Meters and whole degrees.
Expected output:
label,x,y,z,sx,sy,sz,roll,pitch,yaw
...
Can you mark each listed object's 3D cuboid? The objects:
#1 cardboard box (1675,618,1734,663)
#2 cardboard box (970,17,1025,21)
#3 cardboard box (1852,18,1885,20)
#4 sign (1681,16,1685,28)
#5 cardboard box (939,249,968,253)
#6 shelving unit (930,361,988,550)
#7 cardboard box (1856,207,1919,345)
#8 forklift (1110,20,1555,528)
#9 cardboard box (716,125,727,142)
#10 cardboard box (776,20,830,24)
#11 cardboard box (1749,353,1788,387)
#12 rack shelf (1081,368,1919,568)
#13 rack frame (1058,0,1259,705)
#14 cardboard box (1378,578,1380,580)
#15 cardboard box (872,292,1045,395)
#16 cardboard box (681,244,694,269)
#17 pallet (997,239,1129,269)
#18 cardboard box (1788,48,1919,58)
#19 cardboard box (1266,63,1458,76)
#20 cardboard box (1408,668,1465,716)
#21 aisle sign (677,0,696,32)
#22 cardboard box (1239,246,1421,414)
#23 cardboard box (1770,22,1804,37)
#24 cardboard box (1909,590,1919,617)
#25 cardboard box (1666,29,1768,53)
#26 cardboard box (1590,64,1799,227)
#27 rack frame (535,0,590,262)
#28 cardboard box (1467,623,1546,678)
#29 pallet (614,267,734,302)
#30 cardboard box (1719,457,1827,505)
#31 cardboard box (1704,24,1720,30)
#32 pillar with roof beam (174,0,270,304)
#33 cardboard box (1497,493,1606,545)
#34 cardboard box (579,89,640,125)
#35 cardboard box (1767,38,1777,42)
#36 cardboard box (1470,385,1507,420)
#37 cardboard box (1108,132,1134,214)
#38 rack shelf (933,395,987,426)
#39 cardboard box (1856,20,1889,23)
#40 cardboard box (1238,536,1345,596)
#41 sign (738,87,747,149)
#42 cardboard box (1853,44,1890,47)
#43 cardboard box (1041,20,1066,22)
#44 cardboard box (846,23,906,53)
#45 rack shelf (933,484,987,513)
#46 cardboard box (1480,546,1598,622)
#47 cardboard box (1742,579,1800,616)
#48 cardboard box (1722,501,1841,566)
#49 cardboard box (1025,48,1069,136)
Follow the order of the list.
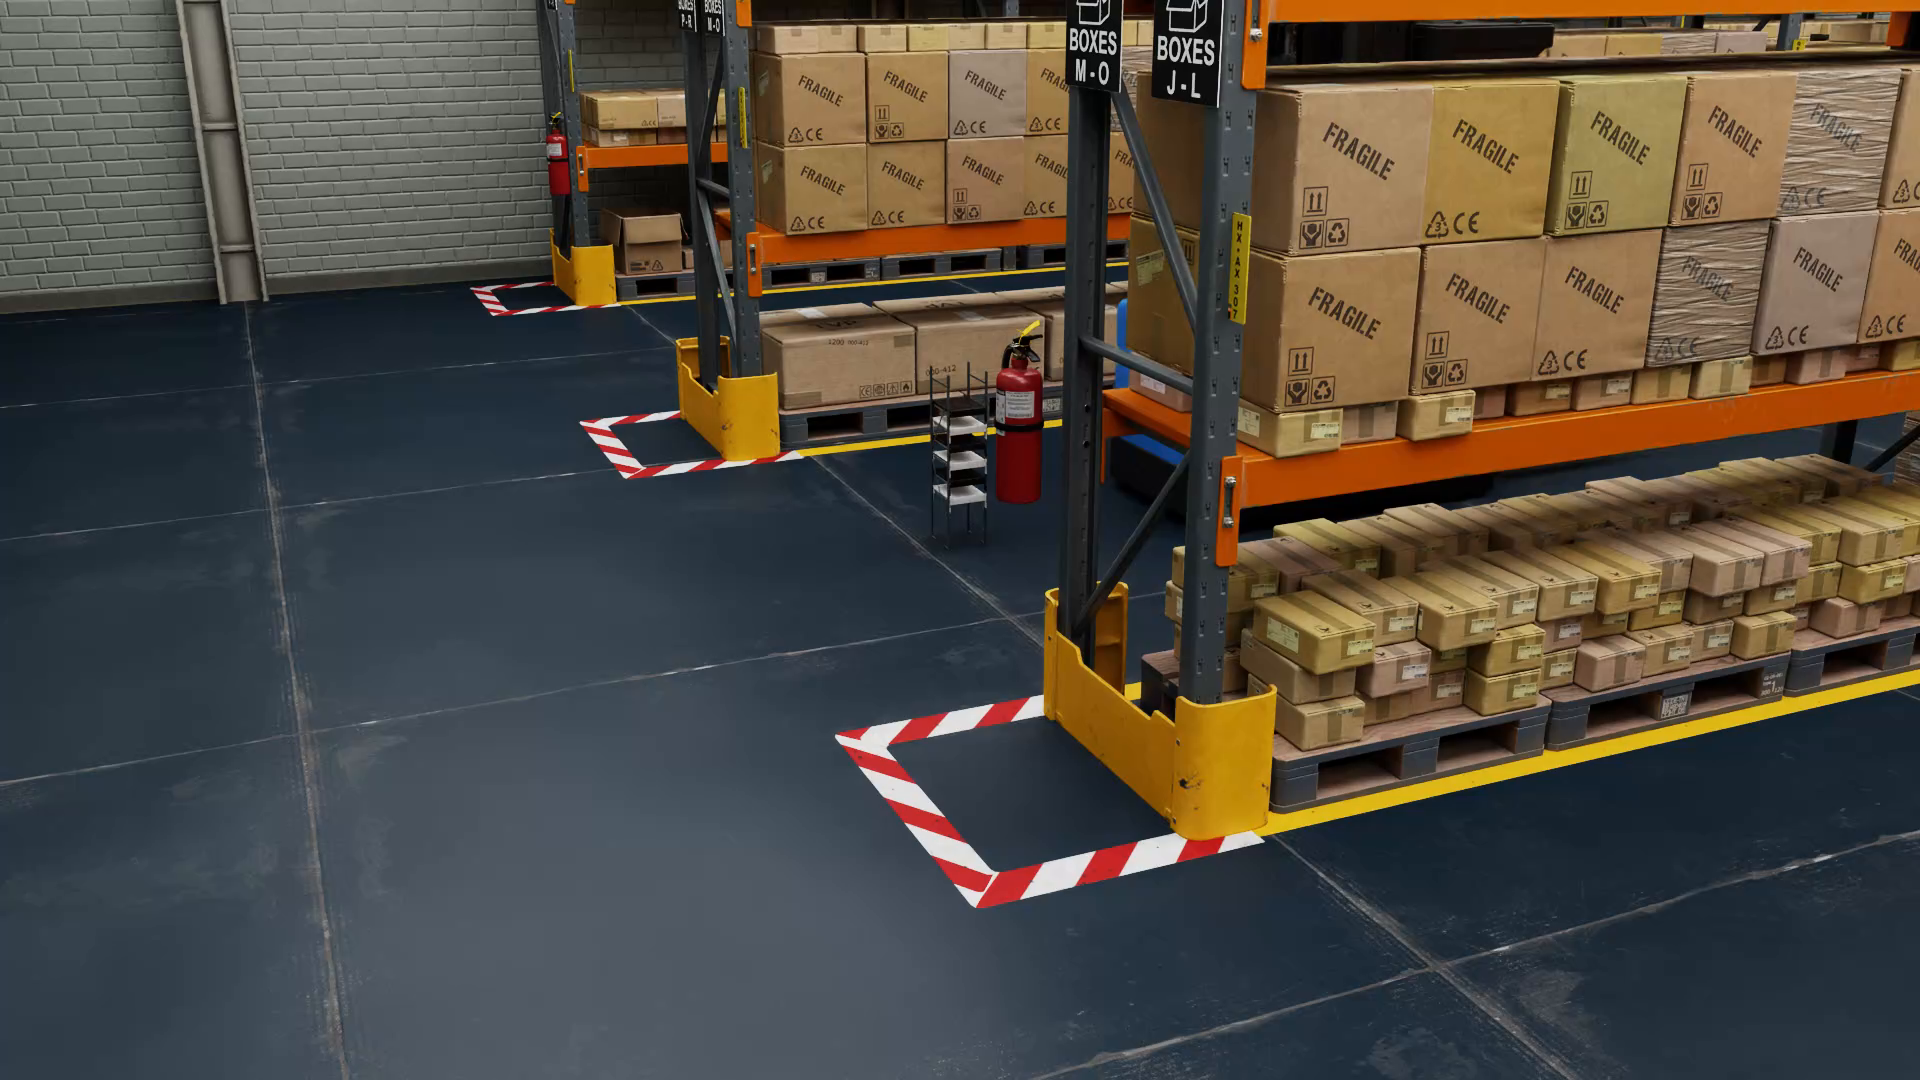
label,x,y,z,sx,sy,sz,roll,pitch,yaw
cardboard box,2.860,0.347,6.681,0.250,0.149,0.380,-8,21,-21
cardboard box,0.224,-3.222,10.523,0.250,0.149,0.380,-7,21,-20
cardboard box,10.904,-6.208,20.062,0.250,0.149,0.380,-9,21,-23
sign,7.848,-5.512,18.036,0.005,0.325,0.100,-8,21,-22
cardboard box,-0.117,-2.805,15.634,0.250,0.149,0.380,-9,21,-24
shelving unit,-0.007,-0.423,8.370,0.210,0.900,0.258,-8,21,-22
cardboard box,3.492,-1.075,6.461,0.500,0.500,0.500,-9,21,-23
forklift,2.404,-1.751,9.081,3.031,2.935,1.130,-9,21,-23
cardboard box,-2.043,-3.574,14.534,0.250,0.149,0.380,-8,21,-21
cardboard box,-0.951,-3.049,10.033,0.250,0.149,0.380,-8,21,-21
cardboard box,2.931,-0.706,6.388,0.250,0.149,0.380,-8,21,-23
rack shelf,2.465,-0.503,6.517,4.000,0.370,1.077,-8,21,-22
rack frame,0.629,-0.579,5.651,0.127,3.000,1.000,-8,21,-22
cardboard box,1.764,0.198,6.656,0.250,0.149,0.380,-8,21,-23
cardboard box,-0.021,-1.305,10.938,0.875,0.438,0.875,-8,21,-20
cardboard box,-2.390,-2.538,14.873,0.250,0.149,0.380,-9,21,-24
pallet,1.010,-2.918,16.492,1.213,0.211,1.003,-8,21,-22
cardboard box,3.791,-1.780,6.956,0.500,0.500,0.500,-8,21,-21
cardboard box,1.416,-1.441,5.994,0.500,0.500,0.500,-9,21,-24
cardboard box,1.670,0.502,6.240,0.250,0.149,0.380,-8,21,-21
aisle sign,-1.614,-3.387,9.710,0.004,0.787,0.394,-8,21,-22
cardboard box,1.150,-0.742,5.513,0.500,0.500,0.500,-7,21,-19
cardboard box,9.408,-5.844,19.028,0.250,0.149,0.380,-8,21,-22
cardboard box,4.076,0.197,7.107,0.250,0.149,0.380,-8,21,-21
cardboard box,5.550,-3.499,12.287,0.500,0.500,0.500,-9,21,-23
cardboard box,2.560,-1.415,5.919,0.500,0.500,0.500,-9,21,-24
rack frame,-3.394,-3.589,14.198,0.127,3.000,1.000,-8,21,-22
cardboard box,1.954,0.358,6.202,0.250,0.149,0.380,-7,21,-20
pallet,-2.593,-2.388,14.988,1.213,0.211,1.003,-8,21,-22
cardboard box,3.627,-0.239,7.449,0.250,0.149,0.380,-7,21,-19
cardboard box,8.232,-5.680,18.561,0.250,0.149,0.380,-8,21,-21
pillar with roof beam,-4.522,-5.026,9.246,0.400,9.000,9.100,-8,21,-22
cardboard box,2.458,-0.060,6.939,0.250,0.149,0.380,-8,21,-22
cardboard box,-3.077,-3.800,14.575,0.500,0.250,0.500,-8,21,-20
cardboard box,8.984,-5.603,18.792,0.250,0.149,0.380,-8,21,-22
cardboard box,1.725,-0.545,5.930,0.250,0.149,0.380,-7,21,-19
cardboard box,0.997,-2.370,10.586,0.500,0.500,0.500,-8,21,-23
rack shelf,-0.007,-0.647,8.291,0.200,0.077,0.258,-8,21,-22
cardboard box,10.608,-5.991,19.445,0.250,0.149,0.380,-8,21,-21
cardboard box,1.268,0.124,6.417,0.250,0.149,0.380,-8,21,-21
sign,-1.210,-2.351,9.260,0.005,0.325,0.100,-8,21,-22
cardboard box,7.386,-3.645,13.126,0.500,0.500,0.500,-8,21,-21
cardboard box,0.673,-3.103,10.186,0.250,0.149,0.380,-8,21,-22
cardboard box,-0.493,-2.918,9.660,0.250,0.149,0.380,-7,21,-20
rack shelf,-0.007,-0.222,8.440,0.200,0.077,0.258,-8,21,-22
cardboard box,2.185,0.163,6.307,0.250,0.149,0.380,-7,21,-20
cardboard box,3.160,0.162,6.758,0.250,0.149,0.380,-8,21,-21
cardboard box,3.364,-0.022,6.833,0.250,0.149,0.380,-7,21,-20
cardboard box,0.528,-2.777,10.236,0.500,0.500,0.500,-8,21,-22
